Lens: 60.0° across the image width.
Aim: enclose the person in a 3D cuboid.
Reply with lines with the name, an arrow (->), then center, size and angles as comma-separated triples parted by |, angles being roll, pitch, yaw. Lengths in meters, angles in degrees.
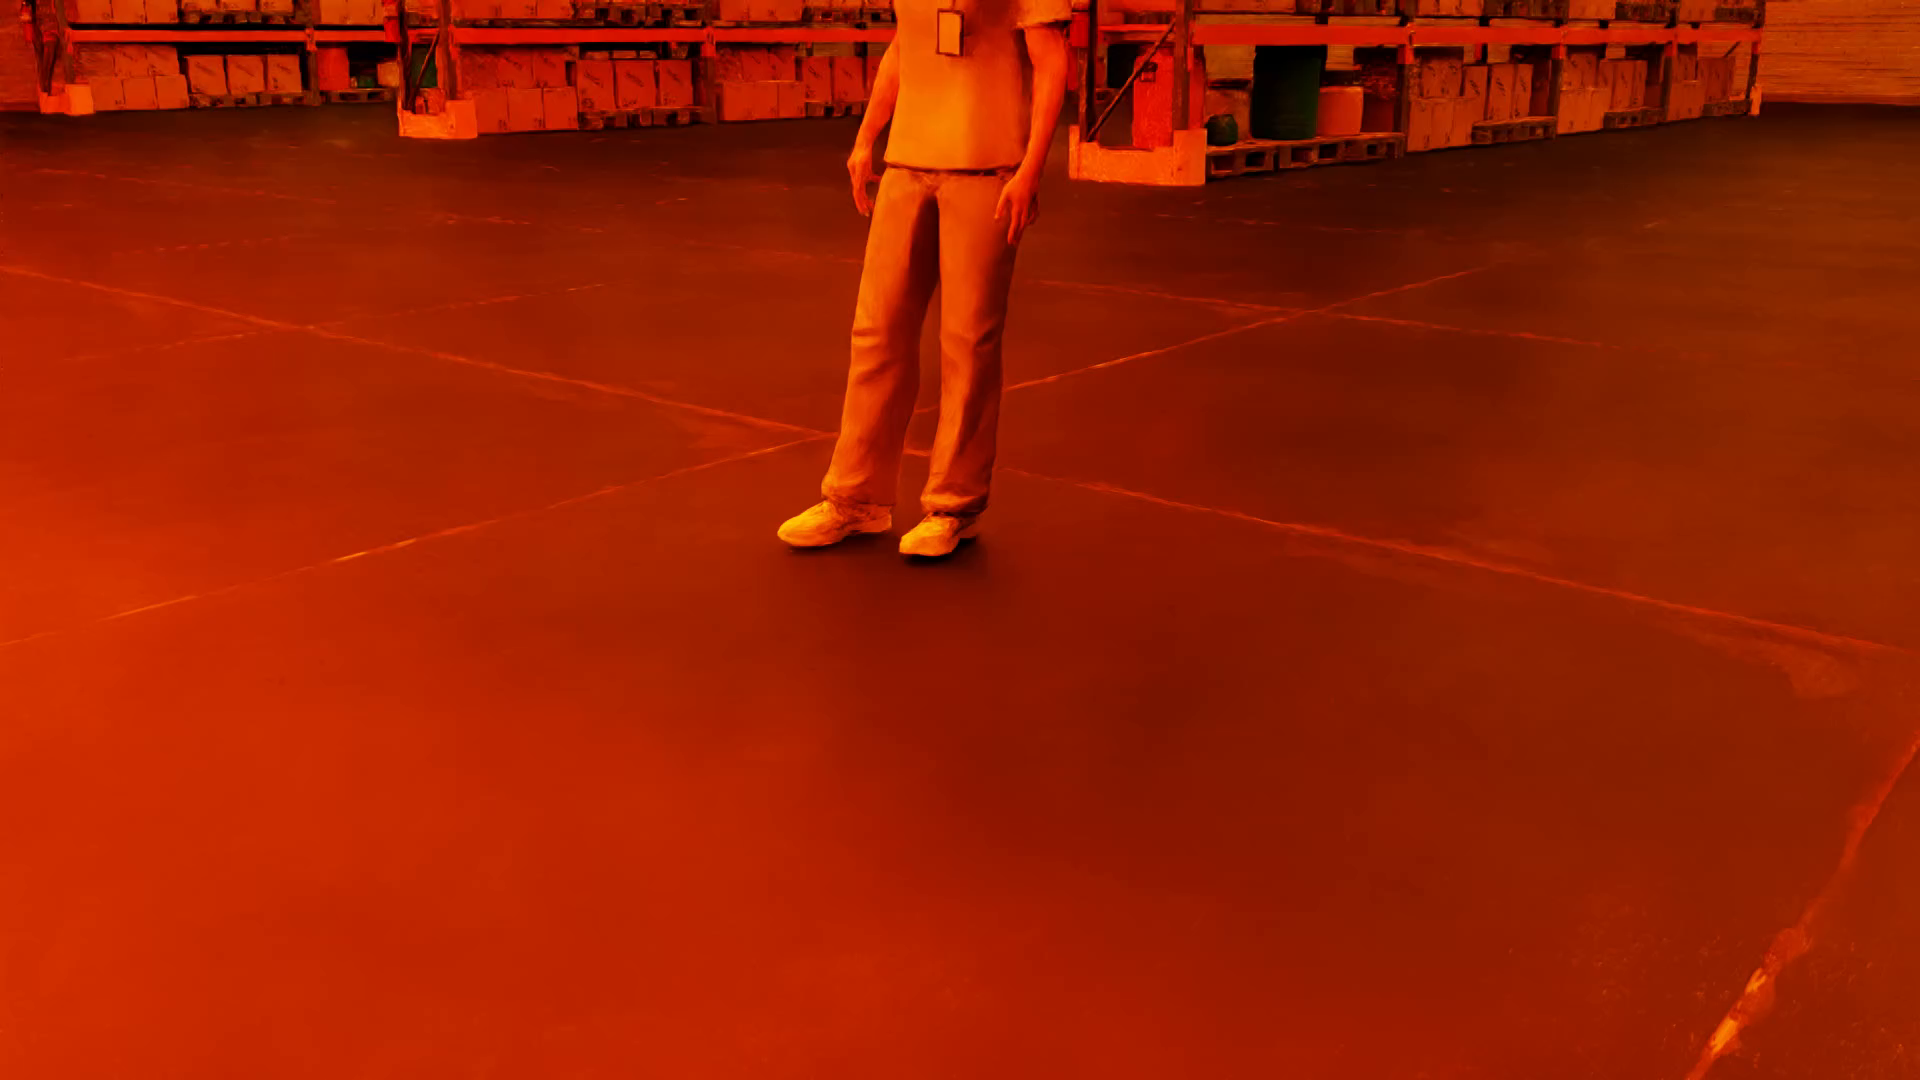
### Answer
person -> -0.057, -0.794, 3.650 | 0.550, 1.674, 0.548 | 13, 21, 37
